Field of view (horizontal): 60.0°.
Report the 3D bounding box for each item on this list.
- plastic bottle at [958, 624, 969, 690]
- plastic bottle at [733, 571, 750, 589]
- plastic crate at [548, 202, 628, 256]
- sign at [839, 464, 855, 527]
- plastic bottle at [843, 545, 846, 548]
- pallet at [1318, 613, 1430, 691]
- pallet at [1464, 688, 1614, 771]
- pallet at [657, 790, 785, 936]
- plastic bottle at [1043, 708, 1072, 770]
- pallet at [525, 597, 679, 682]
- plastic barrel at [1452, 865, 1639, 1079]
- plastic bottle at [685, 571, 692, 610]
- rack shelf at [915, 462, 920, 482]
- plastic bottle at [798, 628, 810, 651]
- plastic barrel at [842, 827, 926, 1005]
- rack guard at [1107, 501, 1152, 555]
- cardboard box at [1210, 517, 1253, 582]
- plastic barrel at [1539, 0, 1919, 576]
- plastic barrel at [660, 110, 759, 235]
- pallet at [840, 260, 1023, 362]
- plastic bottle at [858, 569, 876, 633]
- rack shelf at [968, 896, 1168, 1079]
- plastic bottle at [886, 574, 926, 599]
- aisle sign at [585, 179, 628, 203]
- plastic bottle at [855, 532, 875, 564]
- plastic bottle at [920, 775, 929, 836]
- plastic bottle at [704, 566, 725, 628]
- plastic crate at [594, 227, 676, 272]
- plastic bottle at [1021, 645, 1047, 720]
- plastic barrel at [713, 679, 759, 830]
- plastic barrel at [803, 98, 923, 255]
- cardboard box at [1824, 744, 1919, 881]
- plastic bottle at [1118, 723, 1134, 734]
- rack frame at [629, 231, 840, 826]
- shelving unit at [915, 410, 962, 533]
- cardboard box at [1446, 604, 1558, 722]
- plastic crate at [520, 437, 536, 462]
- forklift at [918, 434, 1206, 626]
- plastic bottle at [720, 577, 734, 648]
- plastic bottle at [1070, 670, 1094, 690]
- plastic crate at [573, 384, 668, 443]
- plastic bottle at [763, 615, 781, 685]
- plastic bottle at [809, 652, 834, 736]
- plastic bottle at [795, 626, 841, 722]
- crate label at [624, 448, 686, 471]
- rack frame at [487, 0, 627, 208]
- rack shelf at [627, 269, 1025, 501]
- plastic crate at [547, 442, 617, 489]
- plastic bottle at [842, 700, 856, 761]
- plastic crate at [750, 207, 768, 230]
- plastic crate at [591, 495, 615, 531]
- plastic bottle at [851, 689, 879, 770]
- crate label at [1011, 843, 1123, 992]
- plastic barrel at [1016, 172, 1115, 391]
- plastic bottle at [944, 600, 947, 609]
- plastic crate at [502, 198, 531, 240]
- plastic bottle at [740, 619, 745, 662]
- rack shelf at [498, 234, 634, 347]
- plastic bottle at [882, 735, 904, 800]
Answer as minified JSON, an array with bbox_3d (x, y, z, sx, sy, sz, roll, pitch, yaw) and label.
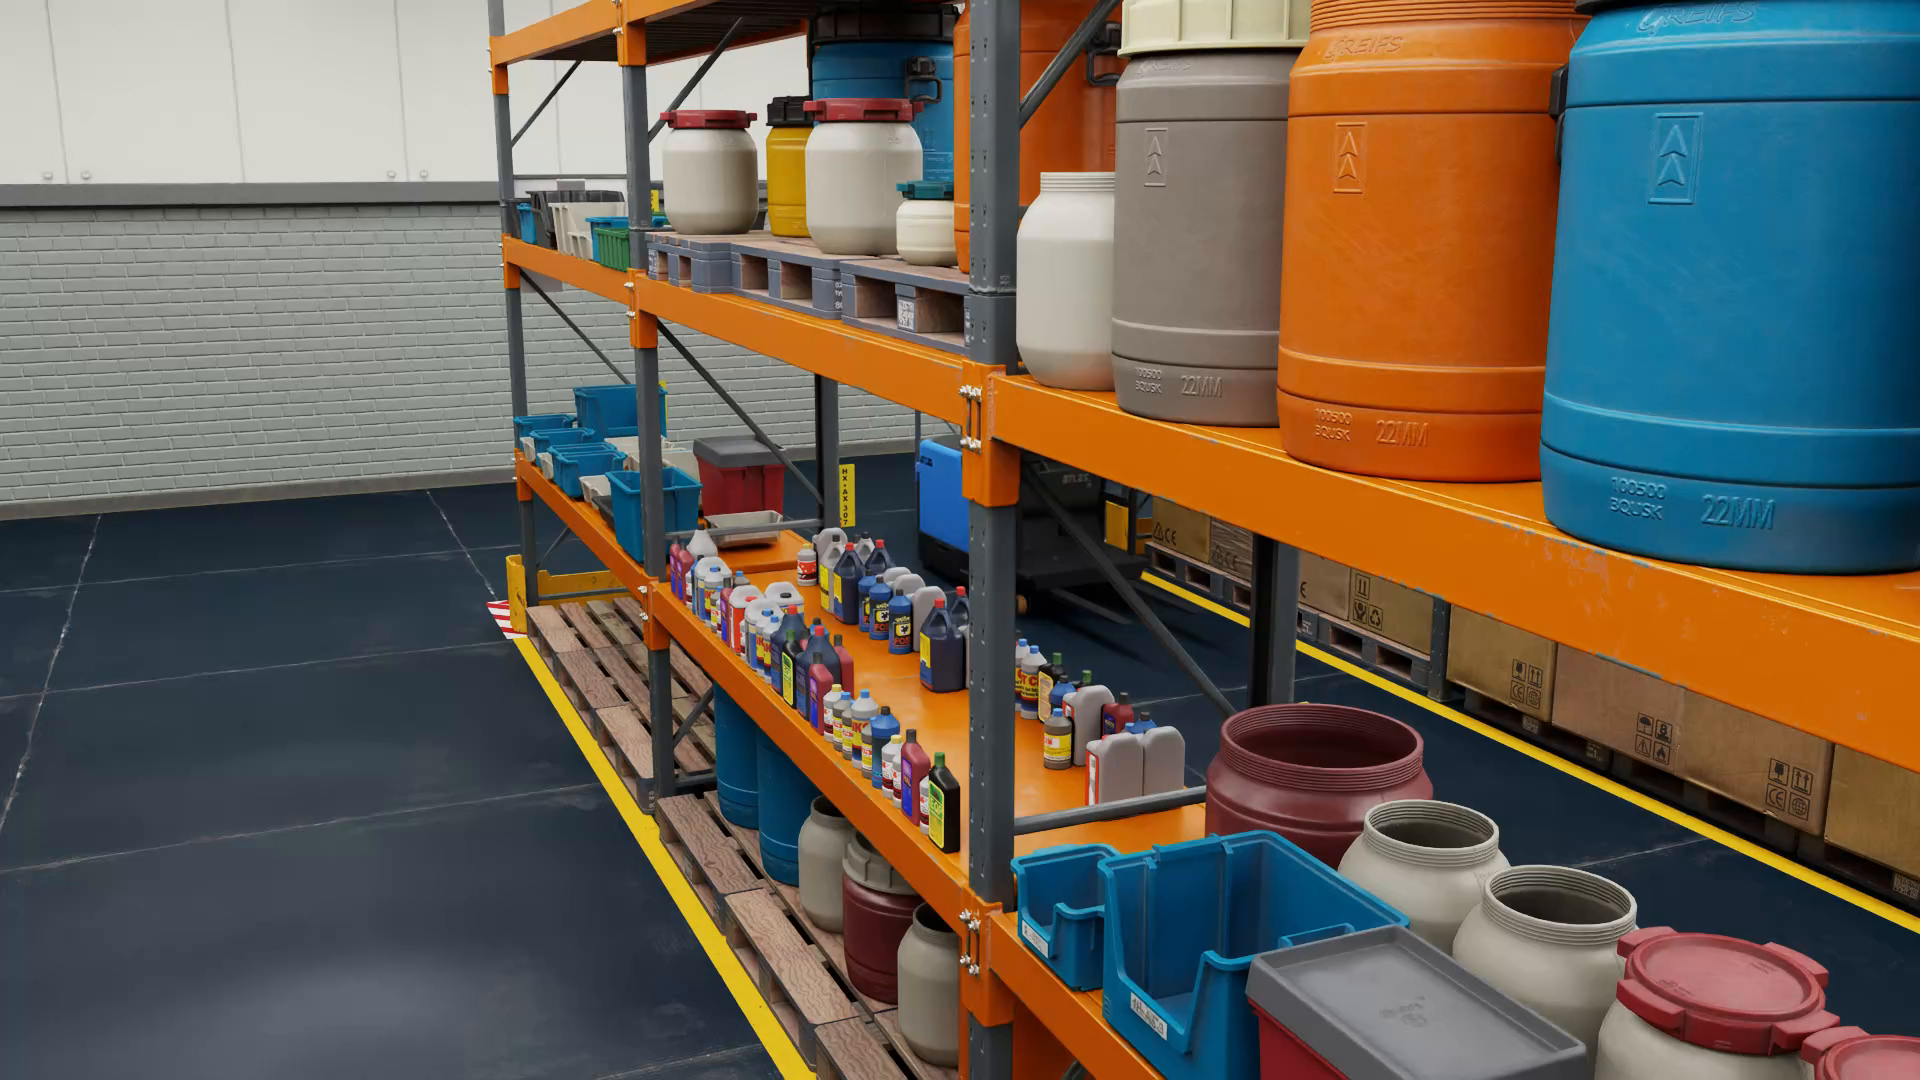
[{"bbox_3d":[0.073,0.437,6.602,0.152,0.276,0.135,-6,14,-23],"label":"plastic bottle"},{"bbox_3d":[-1.007,0.243,7.608,0.097,0.201,0.097,0,13,0],"label":"plastic bottle"},{"bbox_3d":[-2.094,-1.789,9.556,0.437,0.282,0.530,-6,14,-23],"label":"plastic crate"},{"bbox_3d":[-0.592,-0.228,8.590,0.100,0.325,0.005,-6,14,-23],"label":"sign"},{"bbox_3d":[-0.571,0.126,8.113,0.097,0.201,0.097,0,13,0],"label":"plastic bottle"},{"bbox_3d":[3.209,0.703,11.365,1.003,0.211,1.213,-6,14,-23],"label":"pallet"},{"bbox_3d":[3.820,1.020,9.997,1.003,0.211,1.213,-6,14,-23],"label":"pallet"},{"bbox_3d":[-0.826,1.477,8.018,1.003,0.211,1.213,-6,14,-23],"label":"pallet"},{"bbox_3d":[0.336,0.680,5.721,0.097,0.201,0.097,0,13,0],"label":"plastic bottle"},{"bbox_3d":[-2.404,0.662,11.542,1.003,0.211,1.213,-6,14,-23],"label":"pallet"},{"bbox_3d":[1.282,1.008,3.614,0.421,0.512,0.421,0,13,0],"label":"plastic barrel"},{"bbox_3d":[-1.224,0.217,7.722,0.097,0.201,0.097,0,13,0],"label":"plastic bottle"},{"bbox_3d":[0.034,-0.538,14.665,0.538,0.185,1.000,-6,14,-23],"label":"rack shelf"},{"bbox_3d":[-0.577,0.487,6.374,0.061,0.283,0.133,-6,14,-23],"label":"plastic bottle"},{"bbox_3d":[-0.158,1.420,6.501,0.600,0.588,0.708,-6,14,-23],"label":"plastic barrel"},{"bbox_3d":[1.830,-0.105,14.216,1.175,0.500,0.348,-6,14,-23],"label":"rack guard"},{"bbox_3d":[2.534,-0.174,12.752,0.875,0.875,0.875,-6,14,-23],"label":"cardboard box"},{"bbox_3d":[1.181,-0.453,2.410,0.600,0.901,0.708,-6,14,-23],"label":"plastic barrel"},{"bbox_3d":[-1.115,-1.645,7.440,0.433,0.535,0.433,0,13,0],"label":"plastic barrel"},{"bbox_3d":[0.289,-0.754,5.242,1.003,0.211,1.213,-6,14,-23],"label":"pallet"},{"bbox_3d":[-0.401,0.265,7.356,0.097,0.271,0.097,0,13,0],"label":"plastic bottle"},{"bbox_3d":[1.307,1.546,3.134,1.077,0.370,4.000,-6,14,-23],"label":"rack shelf"},{"bbox_3d":[-0.240,0.276,7.301,0.152,0.276,0.135,-6,14,-23],"label":"plastic bottle"},{"bbox_3d":[-2.459,-2.179,11.865,0.394,0.787,0.004,-6,14,-23],"label":"aisle sign"},{"bbox_3d":[-0.429,0.140,7.721,0.144,0.351,0.185,-6,14,-23],"label":"plastic bottle"},{"bbox_3d":[-0.077,0.808,5.165,0.097,0.201,0.097,0,13,0],"label":"plastic bottle"},{"bbox_3d":[-1.092,0.251,7.420,0.097,0.271,0.097,0,13,0],"label":"plastic bottle"},{"bbox_3d":[-1.543,-1.463,8.355,0.450,0.188,0.662,-6,14,-23],"label":"plastic crate"},{"bbox_3d":[0.276,0.529,6.217,0.097,0.271,0.097,0,13,0],"label":"plastic bottle"},{"bbox_3d":[-0.894,0.887,8.106,0.600,0.901,0.708,-6,14,-23],"label":"plastic barrel"},{"bbox_3d":[-0.343,-1.303,5.961,0.433,0.535,0.433,0,13,0],"label":"plastic barrel"},{"bbox_3d":[4.787,1.021,7.587,1.225,0.875,0.875,-6,14,-26],"label":"cardboard box"},{"bbox_3d":[0.568,0.714,5.574,0.097,0.201,0.097,0,13,0],"label":"plastic bottle"},{"bbox_3d":[-1.097,-0.044,8.409,1.000,3.000,0.127,-6,14,-23],"label":"rack frame"},{"bbox_3d":[0.034,-0.713,14.625,0.538,1.500,1.048,-6,14,-23],"label":"shelving unit"},{"bbox_3d":[3.716,0.469,9.970,1.225,0.875,0.875,-6,14,-23],"label":"cardboard box"},{"bbox_3d":[-2.849,-0.617,11.335,0.250,0.136,0.298,-6,14,-23],"label":"plastic crate"},{"bbox_3d":[0.757,-0.969,12.556,1.130,2.935,3.031,-6,14,-26],"label":"forklift"},{"bbox_3d":[-0.985,0.310,7.135,0.061,0.283,0.133,-6,14,-23],"label":"plastic bottle"},{"bbox_3d":[0.431,0.593,5.914,0.061,0.283,0.133,-6,14,-23],"label":"plastic bottle"},{"bbox_3d":[-2.394,-0.865,11.743,0.616,0.435,0.499,-6,14,-23],"label":"plastic crate"},{"bbox_3d":[-0.736,0.434,6.627,0.097,0.271,0.097,0,13,0],"label":"plastic bottle"},{"bbox_3d":[-0.505,0.558,6.066,0.061,0.283,0.133,-6,14,-23],"label":"plastic bottle"},{"bbox_3d":[-0.531,0.488,6.217,0.144,0.351,0.185,-6,14,-23],"label":"plastic bottle"},{"bbox_3d":[-1.970,-0.503,10.842,0.396,0.136,0.243,-6,14,-23],"label":"crate label"},{"bbox_3d":[-2.699,-3.793,11.303,1.000,3.000,0.127,-6,14,-23],"label":"rack frame"},{"bbox_3d":[-0.295,-0.742,6.366,1.077,0.370,4.000,-6,14,-23],"label":"rack shelf"},{"bbox_3d":[-2.374,-0.466,10.467,0.416,0.233,0.300,-6,14,-23],"label":"plastic crate"},{"bbox_3d":[-0.364,0.660,5.806,0.097,0.201,0.097,0,13,0],"label":"plastic bottle"},{"bbox_3d":[-1.343,-1.723,9.301,0.497,0.269,0.590,-6,14,-23],"label":"plastic crate"},{"bbox_3d":[-1.791,-0.146,9.327,0.437,0.125,0.590,-6,14,-23],"label":"plastic crate"},{"bbox_3d":[-0.325,0.646,5.711,0.097,0.271,0.097,0,13,0],"label":"plastic bottle"},{"bbox_3d":[0.331,0.985,4.335,0.303,0.233,0.416,-6,14,-23],"label":"crate label"},{"bbox_3d":[0.349,-0.642,4.090,0.421,0.512,0.421,0,13,0],"label":"plastic barrel"},{"bbox_3d":[-0.078,0.381,6.858,0.097,0.271,0.097,0,13,0],"label":"plastic bottle"},{"bbox_3d":[-2.800,-2.164,11.203,0.497,0.269,0.590,-6,14,-23],"label":"plastic crate"},{"bbox_3d":[-0.868,0.400,6.928,0.097,0.201,0.097,0,13,0],"label":"plastic bottle"},{"bbox_3d":[-1.898,-1.568,9.937,1.077,0.370,4.000,-6,14,-23],"label":"rack shelf"},{"bbox_3d":[-0.208,0.741,5.458,0.097,0.201,0.097,0,13,0],"label":"plastic bottle"}]
